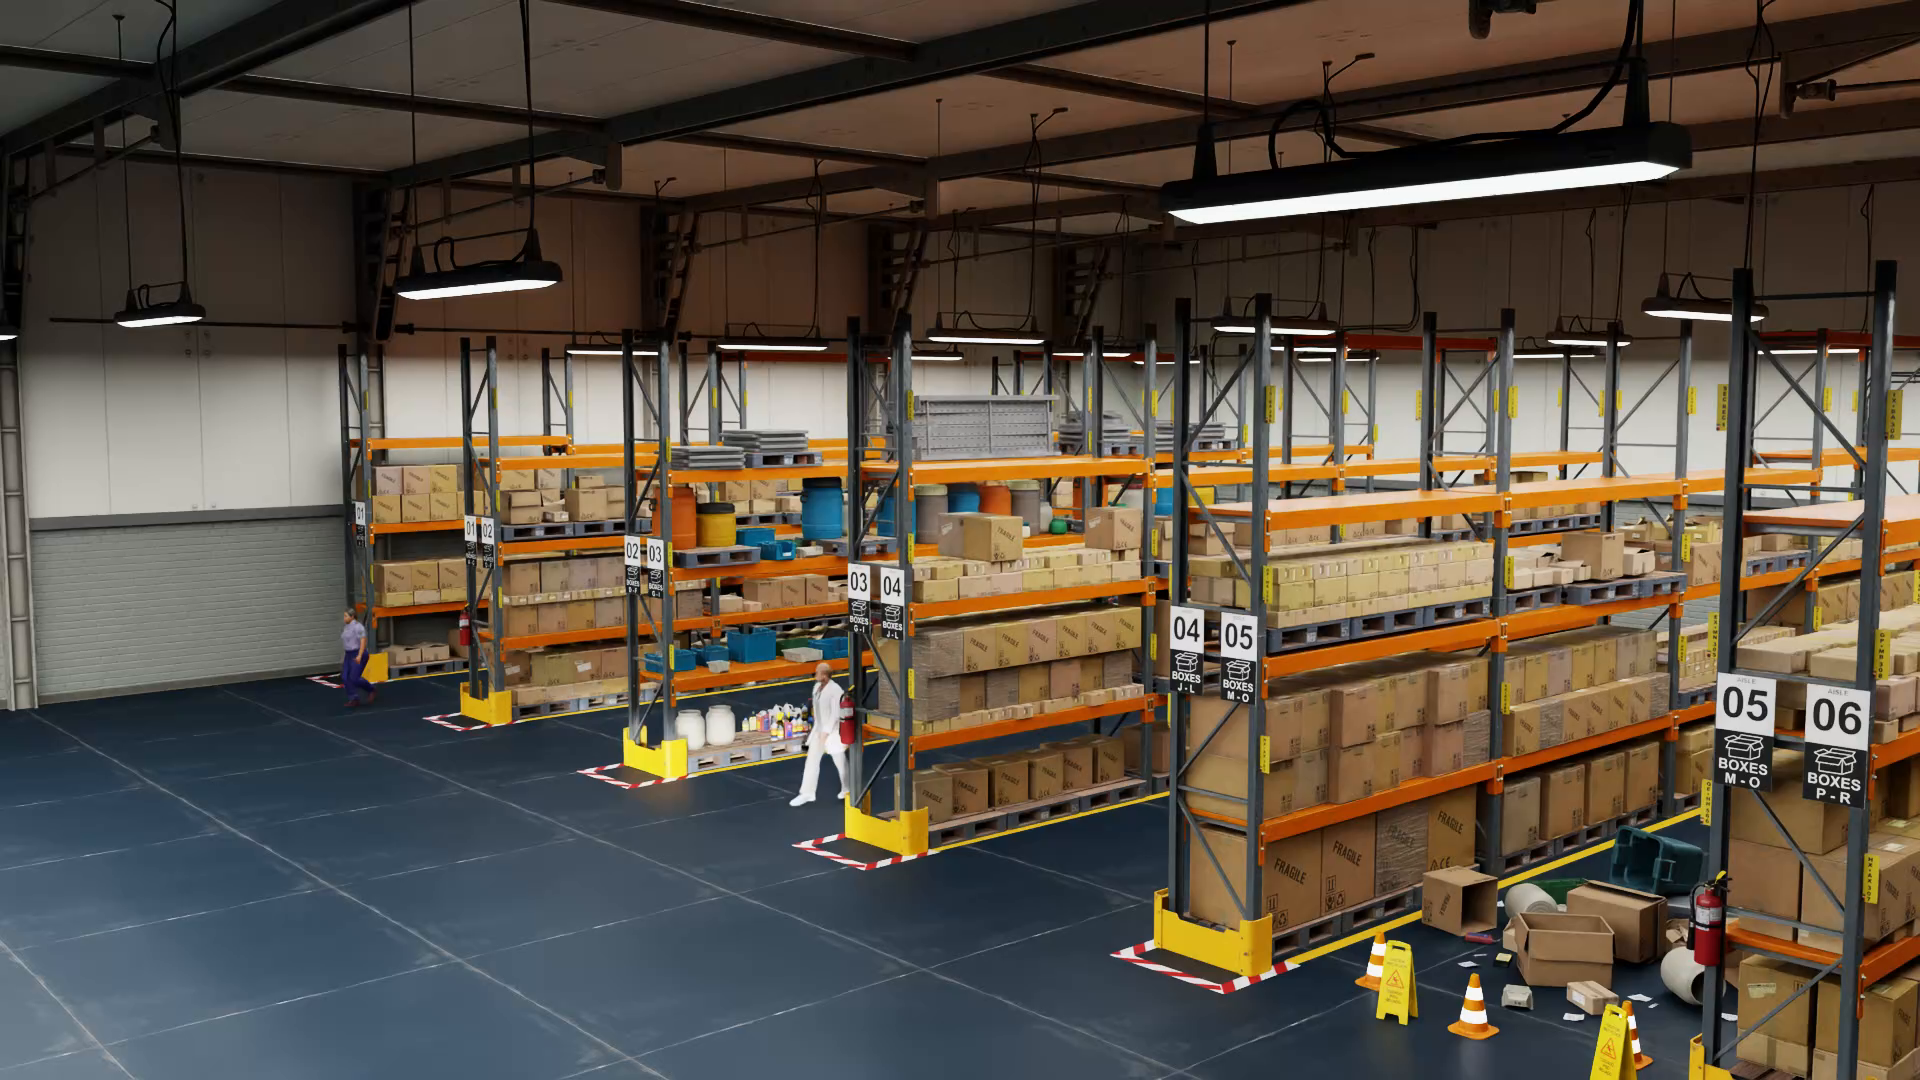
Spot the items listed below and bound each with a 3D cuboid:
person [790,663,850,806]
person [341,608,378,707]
[{"bbox_3d":[-1.711,2.405,20.824,0.607,1.744,0.997,5,7,45],"label":"person"},{"bbox_3d":[-9.890,1.920,27.340,0.558,1.632,0.571,-5,7,-44],"label":"person"}]
